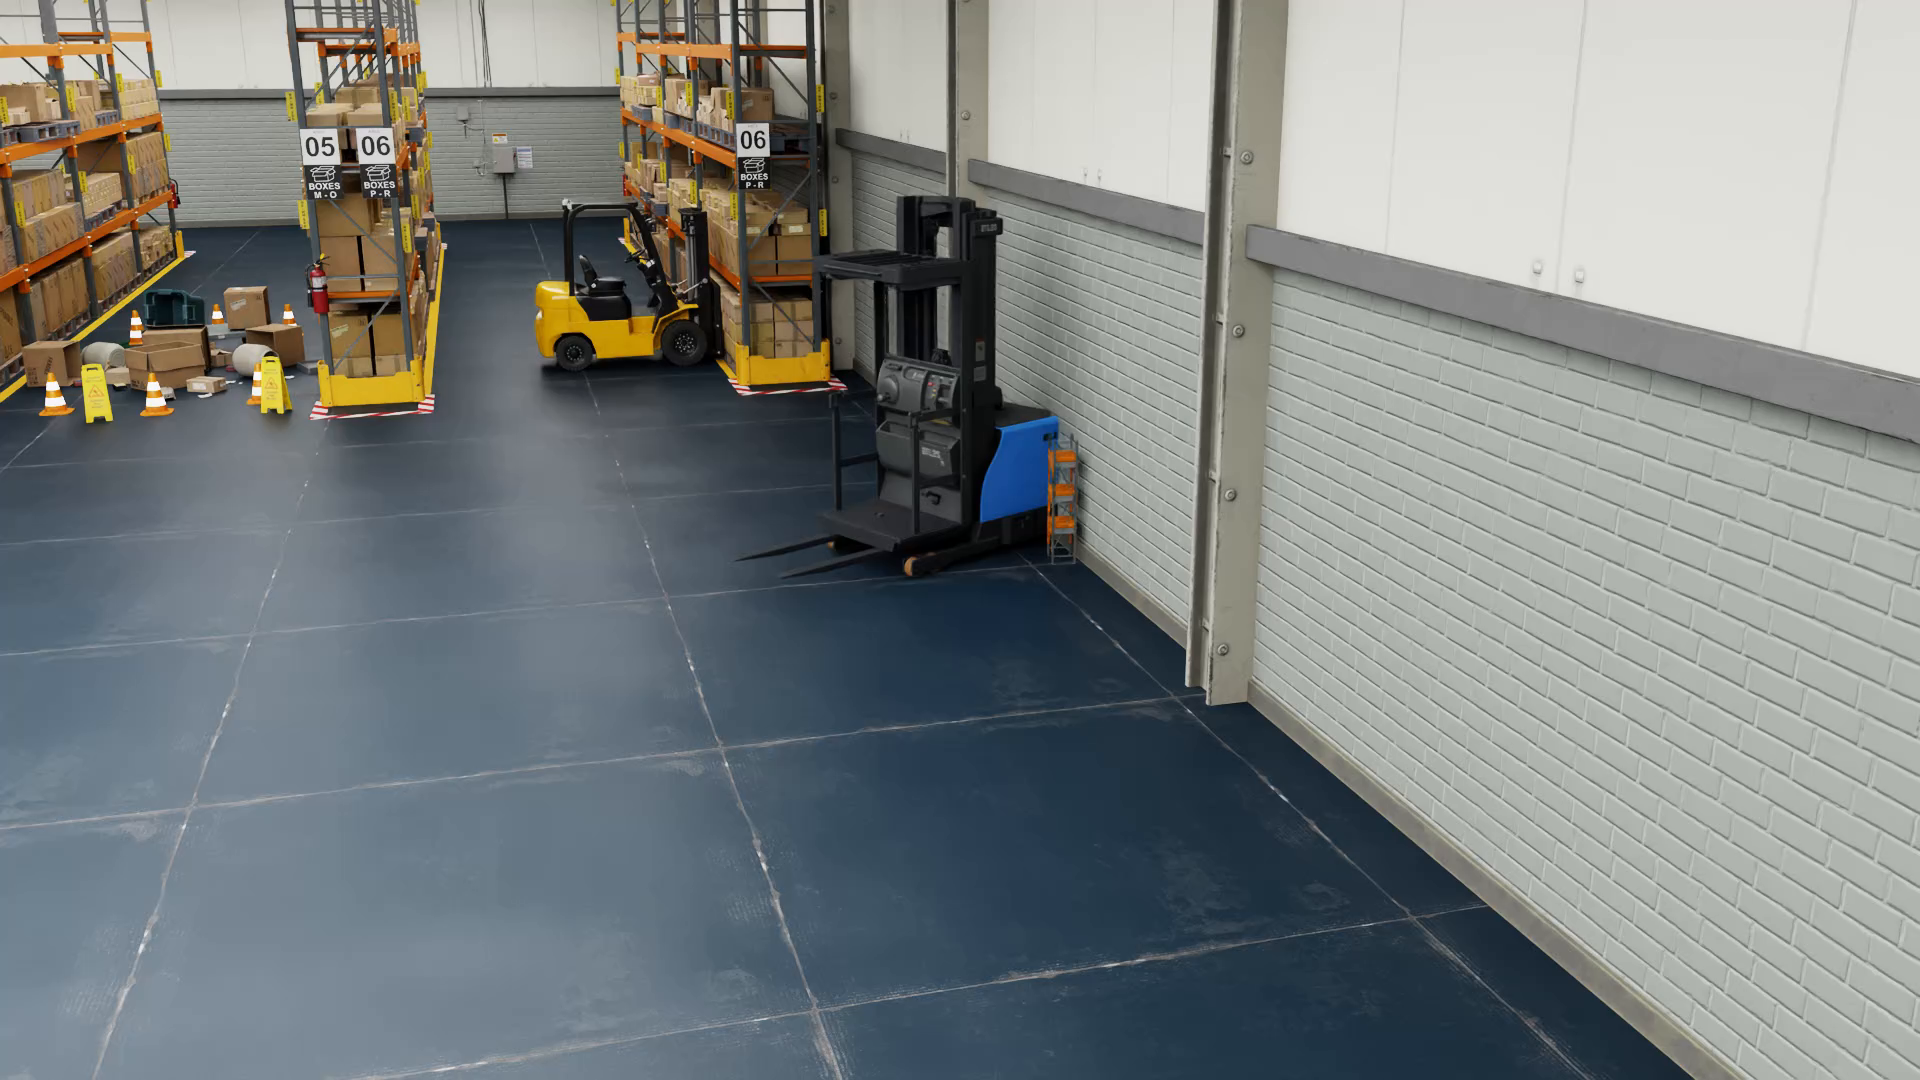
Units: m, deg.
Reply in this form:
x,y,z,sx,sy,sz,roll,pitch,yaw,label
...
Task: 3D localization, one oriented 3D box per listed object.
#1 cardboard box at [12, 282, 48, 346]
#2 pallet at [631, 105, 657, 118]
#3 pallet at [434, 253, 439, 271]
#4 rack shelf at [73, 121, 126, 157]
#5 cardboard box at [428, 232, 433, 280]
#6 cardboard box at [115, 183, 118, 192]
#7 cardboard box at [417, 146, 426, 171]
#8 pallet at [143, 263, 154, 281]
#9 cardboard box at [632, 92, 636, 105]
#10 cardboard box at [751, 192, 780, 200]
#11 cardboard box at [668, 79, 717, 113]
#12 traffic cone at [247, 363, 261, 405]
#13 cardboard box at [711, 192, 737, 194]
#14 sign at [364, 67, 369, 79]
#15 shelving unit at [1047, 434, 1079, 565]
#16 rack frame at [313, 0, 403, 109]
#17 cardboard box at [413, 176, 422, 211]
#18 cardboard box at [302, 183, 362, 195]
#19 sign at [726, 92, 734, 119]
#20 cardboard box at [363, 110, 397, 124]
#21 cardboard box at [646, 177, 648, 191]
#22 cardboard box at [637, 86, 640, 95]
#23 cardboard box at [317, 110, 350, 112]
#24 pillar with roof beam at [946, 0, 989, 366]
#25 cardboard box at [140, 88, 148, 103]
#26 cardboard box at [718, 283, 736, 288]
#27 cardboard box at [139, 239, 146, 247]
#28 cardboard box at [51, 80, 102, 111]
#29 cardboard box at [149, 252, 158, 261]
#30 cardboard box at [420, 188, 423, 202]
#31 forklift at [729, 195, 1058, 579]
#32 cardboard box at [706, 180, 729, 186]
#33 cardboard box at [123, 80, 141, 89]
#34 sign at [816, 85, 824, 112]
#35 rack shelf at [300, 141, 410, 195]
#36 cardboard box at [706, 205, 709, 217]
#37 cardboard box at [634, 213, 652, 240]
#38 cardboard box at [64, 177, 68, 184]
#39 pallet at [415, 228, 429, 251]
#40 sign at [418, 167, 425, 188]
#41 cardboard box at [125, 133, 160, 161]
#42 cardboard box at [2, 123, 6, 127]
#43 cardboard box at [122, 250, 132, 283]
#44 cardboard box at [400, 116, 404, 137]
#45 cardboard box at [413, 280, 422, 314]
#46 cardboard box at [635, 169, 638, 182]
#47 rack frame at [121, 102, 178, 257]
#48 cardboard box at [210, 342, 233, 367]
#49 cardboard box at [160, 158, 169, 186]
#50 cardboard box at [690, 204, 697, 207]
x,y,z,sx,sy,sz,roll,pitch,yaw,label
-13.115,-3.060,22.605,1.050,0.750,0.750,-5,17,-16,cardboard box
-5.441,-7.958,30.842,1.213,0.211,1.003,-5,17,-15,pallet
-10.458,-5.285,31.678,1.003,0.211,1.213,-5,17,-15,pallet
-14.506,-6.523,26.990,1.077,0.370,4.000,-5,17,-15,rack shelf
-9.576,-4.925,28.598,0.875,0.875,0.875,-4,17,-15,cardboard box
-14.683,-6.040,28.536,0.380,0.149,0.250,-5,17,-15,cardboard box
-10.222,-7.081,30.900,0.500,0.500,0.500,-5,17,-15,cardboard box
-15.275,-4.832,30.170,1.003,0.211,1.213,-5,17,-15,pallet
-6.079,-8.561,32.267,0.500,0.250,0.500,-5,18,-17,cardboard box
-2.732,-4.812,23.438,0.380,0.149,0.250,-5,17,-16,cardboard box
-4.254,-7.073,26.492,0.700,0.500,0.500,-5,17,-16,cardboard box
-8.385,-1.886,19.927,0.336,0.463,0.334,-5,17,-15,traffic cone
-3.314,-4.839,23.528,0.380,0.149,0.250,-5,17,-16,cardboard box
-11.959,-9.361,33.530,0.100,0.325,0.005,-5,17,-15,sign
0.846,-0.336,13.746,0.215,1.050,0.252,-2,17,-5,shelving unit
-8.126,-7.064,22.326,1.000,3.000,0.127,-5,17,-15,rack frame
-8.540,-5.303,25.472,0.500,0.500,0.500,-6,18,-19,cardboard box
-7.748,-4.151,20.628,0.700,0.500,0.500,-5,17,-16,cardboard box
-2.780,-5.261,20.138,0.100,0.325,0.005,-5,17,-15,sign
-7.019,-5.115,20.102,0.380,0.149,0.250,-5,17,-15,cardboard box
-5.540,-6.519,30.445,0.396,0.266,0.258,-4,17,-13,cardboard box
-5.722,-8.246,30.491,0.380,0.149,0.250,-5,17,-16,cardboard box
-7.606,-5.139,20.182,0.380,0.149,0.250,-5,17,-15,cardboard box
-4.070,-4.615,14.173,9.100,9.000,0.400,-5,17,-15,pillar with roof beam
-15.504,-8.304,31.062,0.500,0.250,0.500,-4,17,-14,cardboard box
-3.108,-3.364,22.748,0.500,0.250,0.500,-5,17,-16,cardboard box
-15.181,-5.434,30.519,0.380,0.149,0.250,-5,17,-17,cardboard box
-15.058,-7.556,28.276,0.700,0.500,0.500,-5,17,-15,cardboard box
-15.243,-5.302,31.114,0.380,0.149,0.250,-5,17,-17,cardboard box
-9.268,-5.767,27.830,0.500,0.250,0.500,-4,17,-14,cardboard box
-0.501,-1.268,13.578,3.031,2.935,1.130,-15,22,-41,forklift
-3.978,-5.835,27.363,0.380,0.149,0.250,-5,17,-15,cardboard box
-15.460,-8.460,30.888,0.380,0.149,0.250,-4,17,-14,cardboard box
-1.720,-5.413,20.388,0.100,0.325,0.005,-5,17,-15,sign
-7.576,-4.730,21.020,1.077,0.370,4.000,-5,17,-15,rack shelf
-3.352,-4.618,23.311,0.380,0.149,0.250,-4,17,-14,cardboard box
-6.378,-6.491,34.463,0.700,0.500,0.500,-4,17,-13,cardboard box
-15.173,-5.988,27.844,0.380,0.149,0.250,-5,17,-16,cardboard box
-8.196,-4.322,23.959,1.003,0.211,1.213,-5,17,-15,pallet
-8.706,-5.859,26.869,0.100,0.325,0.005,-5,17,-15,sign
-15.651,-7.513,31.820,0.500,0.500,0.500,-5,18,-17,cardboard box
-12.783,-5.579,21.928,0.258,0.266,0.396,-5,17,-16,cardboard box
-14.470,-4.662,28.372,0.500,0.500,0.500,-5,17,-17,cardboard box
-7.606,-5.457,21.936,0.500,0.250,0.500,-5,17,-16,cardboard box
-7.705,-3.292,22.942,0.500,0.500,0.500,-5,17,-16,cardboard box
-6.204,-7.266,33.170,0.500,0.250,0.500,-5,17,-16,cardboard box
-16.155,-7.091,32.844,1.000,3.000,0.127,-5,17,-15,rack frame
-9.966,-2.486,22.268,0.396,0.266,0.258,11,20,32,cardboard box
-15.784,-7.177,32.440,0.500,0.500,0.500,-4,17,-14,cardboard box
-3.735,-4.867,24.834,0.500,0.250,0.500,-5,17,-16,cardboard box
